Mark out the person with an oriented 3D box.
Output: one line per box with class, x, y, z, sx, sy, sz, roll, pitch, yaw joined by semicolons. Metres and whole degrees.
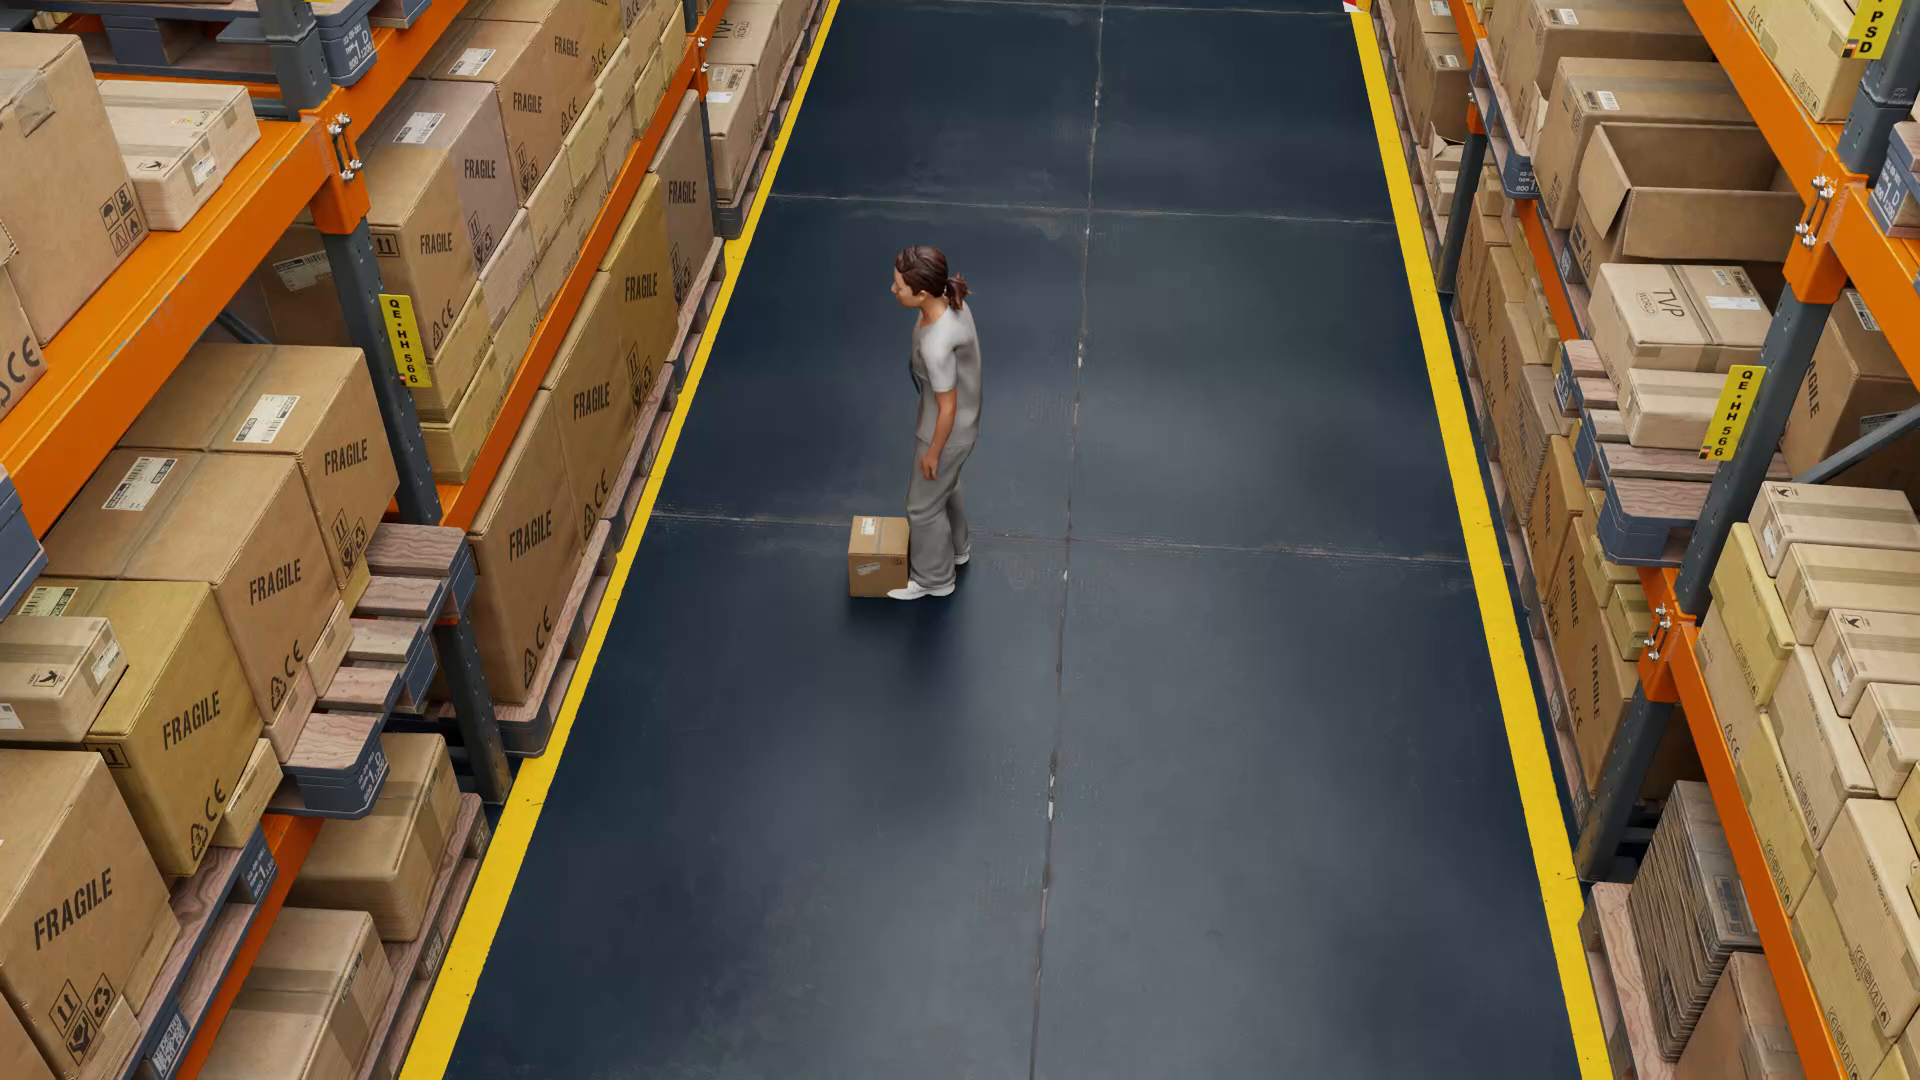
person;-0.120;-0.462;6.705;0.417;1.671;0.511;1;40;1
